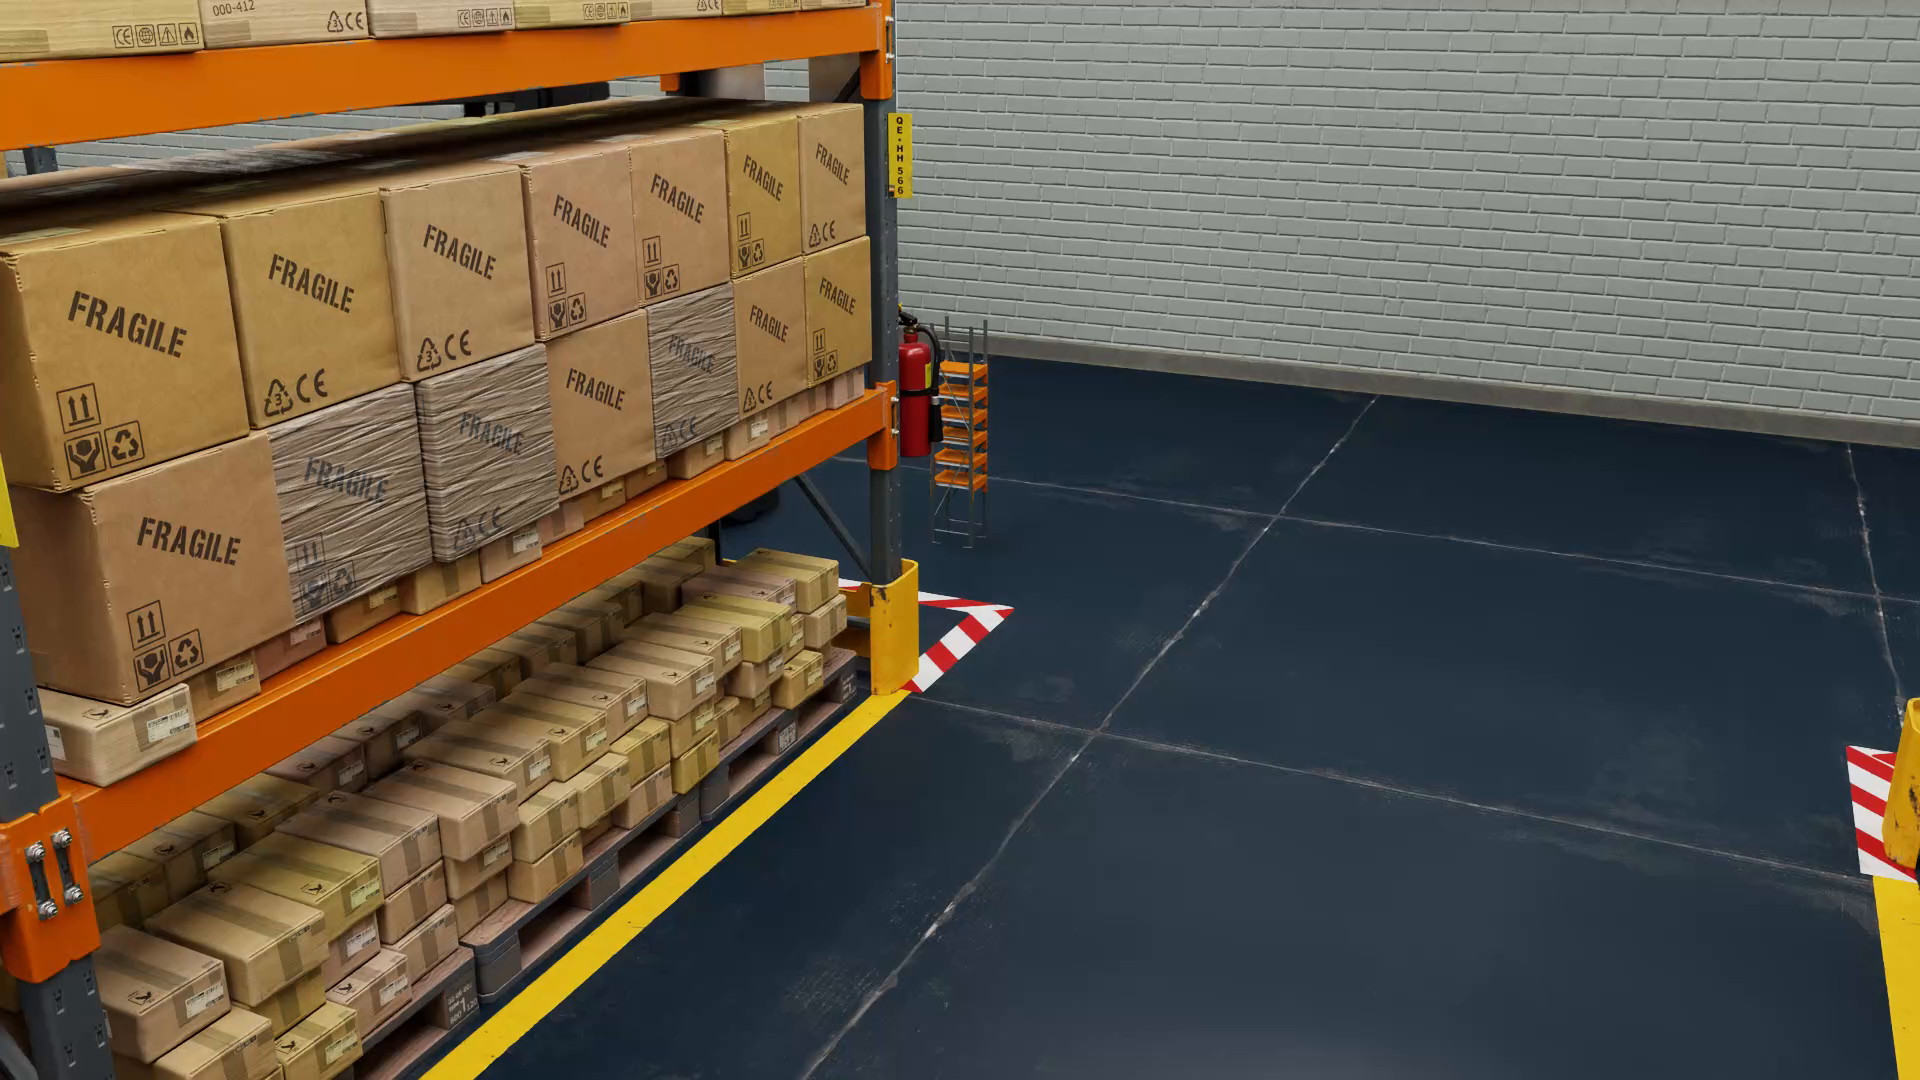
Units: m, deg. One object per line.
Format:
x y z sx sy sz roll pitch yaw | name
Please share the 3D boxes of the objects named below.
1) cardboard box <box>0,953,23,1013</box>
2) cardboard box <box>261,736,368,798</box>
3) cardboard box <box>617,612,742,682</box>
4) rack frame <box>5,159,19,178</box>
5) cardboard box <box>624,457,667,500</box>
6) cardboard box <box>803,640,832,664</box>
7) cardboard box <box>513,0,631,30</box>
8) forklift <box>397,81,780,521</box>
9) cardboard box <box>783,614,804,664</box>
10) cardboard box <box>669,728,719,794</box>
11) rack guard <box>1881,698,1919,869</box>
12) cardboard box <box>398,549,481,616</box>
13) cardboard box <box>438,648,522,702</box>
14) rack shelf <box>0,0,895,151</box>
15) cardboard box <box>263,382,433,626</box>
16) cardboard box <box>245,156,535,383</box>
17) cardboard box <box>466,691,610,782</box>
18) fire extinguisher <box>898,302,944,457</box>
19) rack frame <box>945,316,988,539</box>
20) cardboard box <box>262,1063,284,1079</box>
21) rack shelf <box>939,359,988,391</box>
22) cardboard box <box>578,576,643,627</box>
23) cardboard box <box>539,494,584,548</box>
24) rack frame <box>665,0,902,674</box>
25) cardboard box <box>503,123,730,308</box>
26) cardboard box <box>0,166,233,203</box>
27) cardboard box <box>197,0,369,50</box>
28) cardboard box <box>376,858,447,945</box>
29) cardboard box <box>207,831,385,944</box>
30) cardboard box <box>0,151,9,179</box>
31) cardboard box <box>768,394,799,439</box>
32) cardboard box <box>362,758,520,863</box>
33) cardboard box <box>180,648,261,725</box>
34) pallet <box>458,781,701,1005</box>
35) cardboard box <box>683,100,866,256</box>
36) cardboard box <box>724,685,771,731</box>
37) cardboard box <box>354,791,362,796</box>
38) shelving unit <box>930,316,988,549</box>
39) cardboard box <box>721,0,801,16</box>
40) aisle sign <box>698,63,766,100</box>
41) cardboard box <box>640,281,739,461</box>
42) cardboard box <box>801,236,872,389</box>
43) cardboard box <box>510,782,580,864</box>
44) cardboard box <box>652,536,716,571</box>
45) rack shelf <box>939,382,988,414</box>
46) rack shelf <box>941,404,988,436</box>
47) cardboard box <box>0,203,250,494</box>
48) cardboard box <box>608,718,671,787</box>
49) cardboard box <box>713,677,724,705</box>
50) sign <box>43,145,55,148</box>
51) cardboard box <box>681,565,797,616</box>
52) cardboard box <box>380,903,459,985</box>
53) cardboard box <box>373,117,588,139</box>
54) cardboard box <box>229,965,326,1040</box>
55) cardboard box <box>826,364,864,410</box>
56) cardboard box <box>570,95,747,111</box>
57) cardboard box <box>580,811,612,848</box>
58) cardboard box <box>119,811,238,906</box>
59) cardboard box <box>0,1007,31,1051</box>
-2.462 1.046 4.291 0.380 0.149 0.250 9 22 24 | cardboard box
-2.094 0.721 5.204 0.380 0.149 0.250 7 21 20 | cardboard box
-1.027 0.400 6.107 0.380 0.149 0.250 8 21 21 | cardboard box
-5.213 -1.608 9.015 0.949 2.616 0.053 9 21 23 | rack frame
-1.216 -0.259 5.595 0.380 0.149 0.250 8 21 20 | cardboard box
-0.758 0.437 6.890 0.380 0.149 0.250 9 21 24 | cardboard box
-1.295 -1.593 4.718 0.500 0.250 0.500 10 22 25 | cardboard box
-2.551 -1.406 8.547 3.031 2.935 1.130 -10 22 -27 | forklift
-0.844 0.381 6.606 0.380 0.149 0.250 8 21 21 | cardboard box
-1.094 0.763 5.976 0.380 0.149 0.250 8 21 20 | cardboard box
3.835 0.921 5.632 1.175 0.500 0.348 9 21 23 | rack guard
-1.577 0.074 4.660 0.380 0.149 0.250 9 21 24 | cardboard box
-1.778 0.486 5.865 0.380 0.149 0.250 9 21 24 | cardboard box
-1.551 -1.360 4.915 1.077 0.370 4.000 9 21 23 | rack shelf
-1.742 -0.131 4.268 0.500 0.500 0.500 9 21 23 | cardboard box
-1.530 -0.748 4.510 0.500 0.500 0.500 9 21 24 | cardboard box
-1.377 0.639 5.435 0.380 0.149 0.250 9 21 23 | cardboard box
-0.208 -0.699 7.130 0.296 0.674 0.183 9 21 23 | fire extinguisher
0.032 -0.589 8.834 0.240 1.200 0.006 9 21 23 | rack frame
-1.928 1.403 4.174 0.380 0.149 0.250 8 21 20 | cardboard box
-0.006 -0.858 8.650 0.258 0.103 0.180 9 21 23 | rack shelf
-1.480 0.241 6.554 0.380 0.149 0.250 8 21 23 | cardboard box
-1.393 -0.096 5.136 0.380 0.149 0.250 9 22 25 | cardboard box
-0.732 -0.897 7.016 1.000 3.000 0.127 9 21 23 | rack frame
-1.105 -1.067 5.406 0.500 0.500 0.500 10 22 25 | cardboard box
-2.218 -0.673 4.298 0.500 0.500 0.500 8 21 21 | cardboard box
-1.743 -1.277 3.830 0.500 0.250 0.500 8 21 22 | cardboard box
-1.728 1.012 4.830 0.380 0.149 0.250 7 21 20 | cardboard box
-1.815 0.953 4.552 0.380 0.149 0.250 8 21 22 | cardboard box
-5.176 -1.847 8.346 0.500 0.500 0.500 9 21 23 | cardboard box
-0.833 -0.491 6.248 0.380 0.149 0.250 8 21 22 | cardboard box
-1.550 0.804 4.972 0.380 0.149 0.250 9 21 24 | cardboard box
-1.918 0.313 3.988 0.380 0.149 0.250 9 22 24 | cardboard box
-1.629 1.055 5.688 1.003 0.211 1.213 9 21 23 | pallet
-0.693 -1.382 6.292 0.500 0.500 0.500 8 21 22 | cardboard box
-0.957 0.599 6.436 0.380 0.149 0.250 8 21 22 | cardboard box
-2.060 0.878 5.207 0.380 0.149 0.250 9 22 24 | cardboard box
-0.006 -0.561 8.755 0.258 1.200 0.189 9 21 23 | shelving unit
-0.880 -1.908 5.604 0.500 0.250 0.500 9 21 23 | cardboard box
-0.976 -2.186 6.759 0.394 0.787 0.004 9 21 23 | aisle sign
-1.096 -0.599 5.583 0.500 0.500 0.500 9 21 23 | cardboard box
-0.682 -0.912 6.464 0.500 0.500 0.500 9 21 24 | cardboard box
-1.433 0.863 5.249 0.380 0.149 0.250 8 21 22 | cardboard box
-1.257 0.081 7.004 0.380 0.149 0.250 8 21 20 | cardboard box
-0.006 -0.745 8.690 0.258 0.103 0.180 9 21 23 | rack shelf
-0.006 -0.632 8.730 0.258 0.103 0.180 9 21 23 | rack shelf
-1.963 -0.438 3.637 0.500 0.500 0.500 9 22 24 | cardboard box
-1.221 0.703 5.699 0.380 0.149 0.250 10 22 25 | cardboard box
-1.103 0.535 6.171 0.380 0.149 0.250 8 21 22 | cardboard box
-4.727 -2.187 8.561 0.100 0.325 0.005 9 21 23 | sign
-0.873 0.233 6.577 0.380 0.149 0.250 9 21 24 | cardboard box
-1.706 1.155 4.874 0.380 0.149 0.250 8 21 22 | cardboard box
-1.593 -1.144 5.623 0.500 0.500 0.500 8 21 21 | cardboard box
-1.908 1.174 4.375 0.380 0.149 0.250 9 21 23 | cardboard box
-0.608 -0.641 6.669 0.380 0.149 0.250 9 21 23 | cardboard box
-1.158 -1.455 6.498 0.500 0.500 0.500 8 21 22 | cardboard box
-1.396 0.910 5.560 0.380 0.149 0.250 9 22 24 | cardboard box
-2.298 0.885 4.743 0.380 0.149 0.250 8 21 22 | cardboard box
-2.531 1.191 4.328 0.380 0.149 0.250 9 21 24 | cardboard box
